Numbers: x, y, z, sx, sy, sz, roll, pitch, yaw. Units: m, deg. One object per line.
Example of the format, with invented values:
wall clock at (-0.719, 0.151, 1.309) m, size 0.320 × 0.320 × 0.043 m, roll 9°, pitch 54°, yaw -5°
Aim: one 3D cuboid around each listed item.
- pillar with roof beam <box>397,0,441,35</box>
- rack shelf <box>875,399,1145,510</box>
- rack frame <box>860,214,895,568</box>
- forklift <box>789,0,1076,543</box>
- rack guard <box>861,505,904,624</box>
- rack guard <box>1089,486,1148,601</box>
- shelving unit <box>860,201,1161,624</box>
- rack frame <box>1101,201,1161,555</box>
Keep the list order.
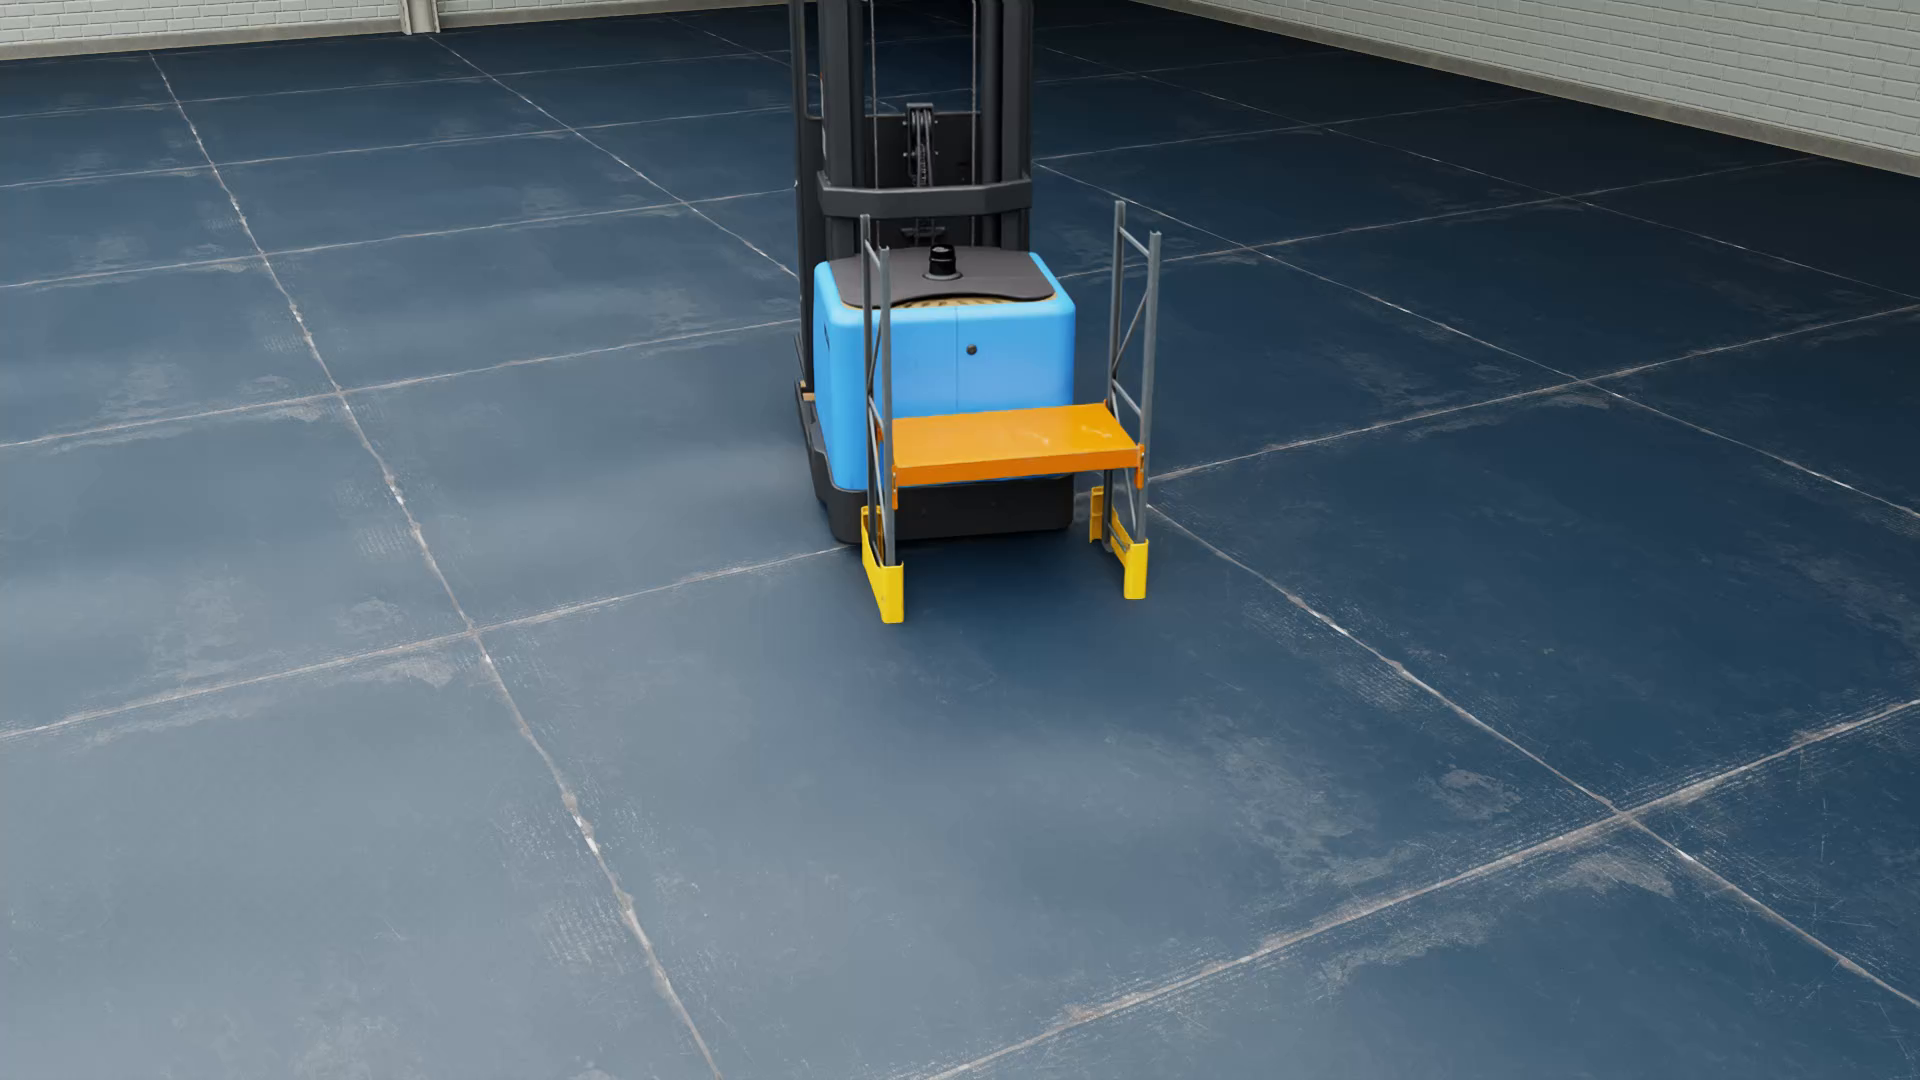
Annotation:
pillar with roof beam at (-4.444, -8.517, 14.592) m, size 0.400 × 9.000 × 9.100 m, roll -13°, pitch 29°, yaw -25°
rack shelf at (0.180, -0.352, 6.666) m, size 1.000 × 0.185 × 0.538 m, roll -5°, pitch 26°, yaw -10°
rack frame at (-0.318, -0.470, 6.496) m, size 0.032 × 1.500 × 0.500 m, roll -5°, pitch 26°, yaw -10°
forklift at (-0.255, -1.920, 7.862) m, size 1.130 × 2.935 × 3.031 m, roll -4°, pitch 26°, yaw -8°
rack guard at (-0.316, 0.093, 6.767) m, size 0.087 × 0.250 × 0.587 m, roll -5°, pitch 26°, yaw -10°
rack guard at (0.659, 0.006, 6.948) m, size 0.087 × 0.250 × 0.587 m, roll -5°, pitch 26°, yaw -10°
shelving unit at (0.171, -0.514, 6.587) m, size 1.083 × 1.500 × 0.587 m, roll -5°, pitch 26°, yaw -10°
rack frame at (0.678, -0.559, 6.681) m, size 0.032 × 1.500 × 0.500 m, roll -5°, pitch 26°, yaw -10°
